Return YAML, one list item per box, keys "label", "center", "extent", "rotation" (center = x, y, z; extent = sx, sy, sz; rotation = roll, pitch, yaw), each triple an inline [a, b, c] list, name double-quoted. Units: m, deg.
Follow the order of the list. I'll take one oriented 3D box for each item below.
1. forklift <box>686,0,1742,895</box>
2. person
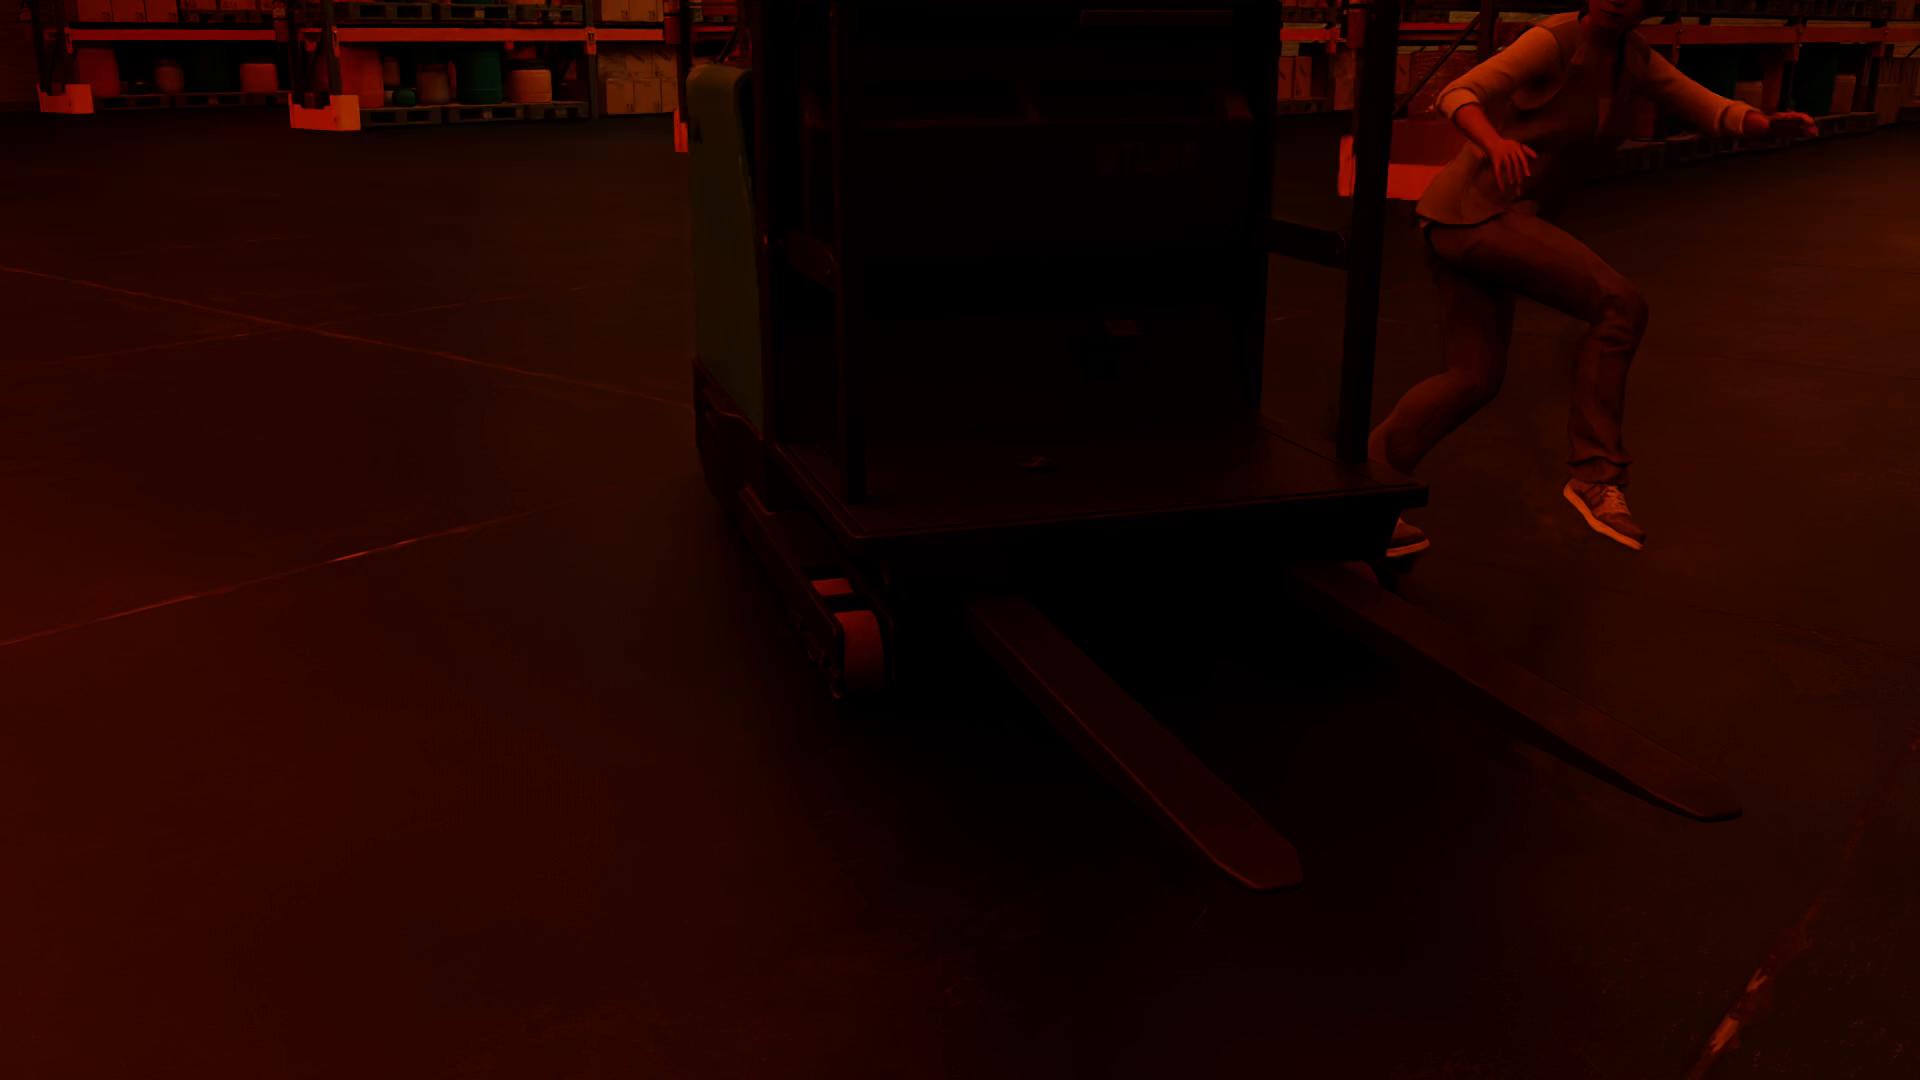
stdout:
- label: "forklift"
  center: [0.203, -1.242, 2.989]
  extent: [1.130, 2.935, 3.031]
  rotation: [-5, 18, -17]
- label: "person"
  center: [1.370, -0.653, 3.699]
  extent: [0.871, 1.369, 0.845]
  rotation: [11, 20, 33]
